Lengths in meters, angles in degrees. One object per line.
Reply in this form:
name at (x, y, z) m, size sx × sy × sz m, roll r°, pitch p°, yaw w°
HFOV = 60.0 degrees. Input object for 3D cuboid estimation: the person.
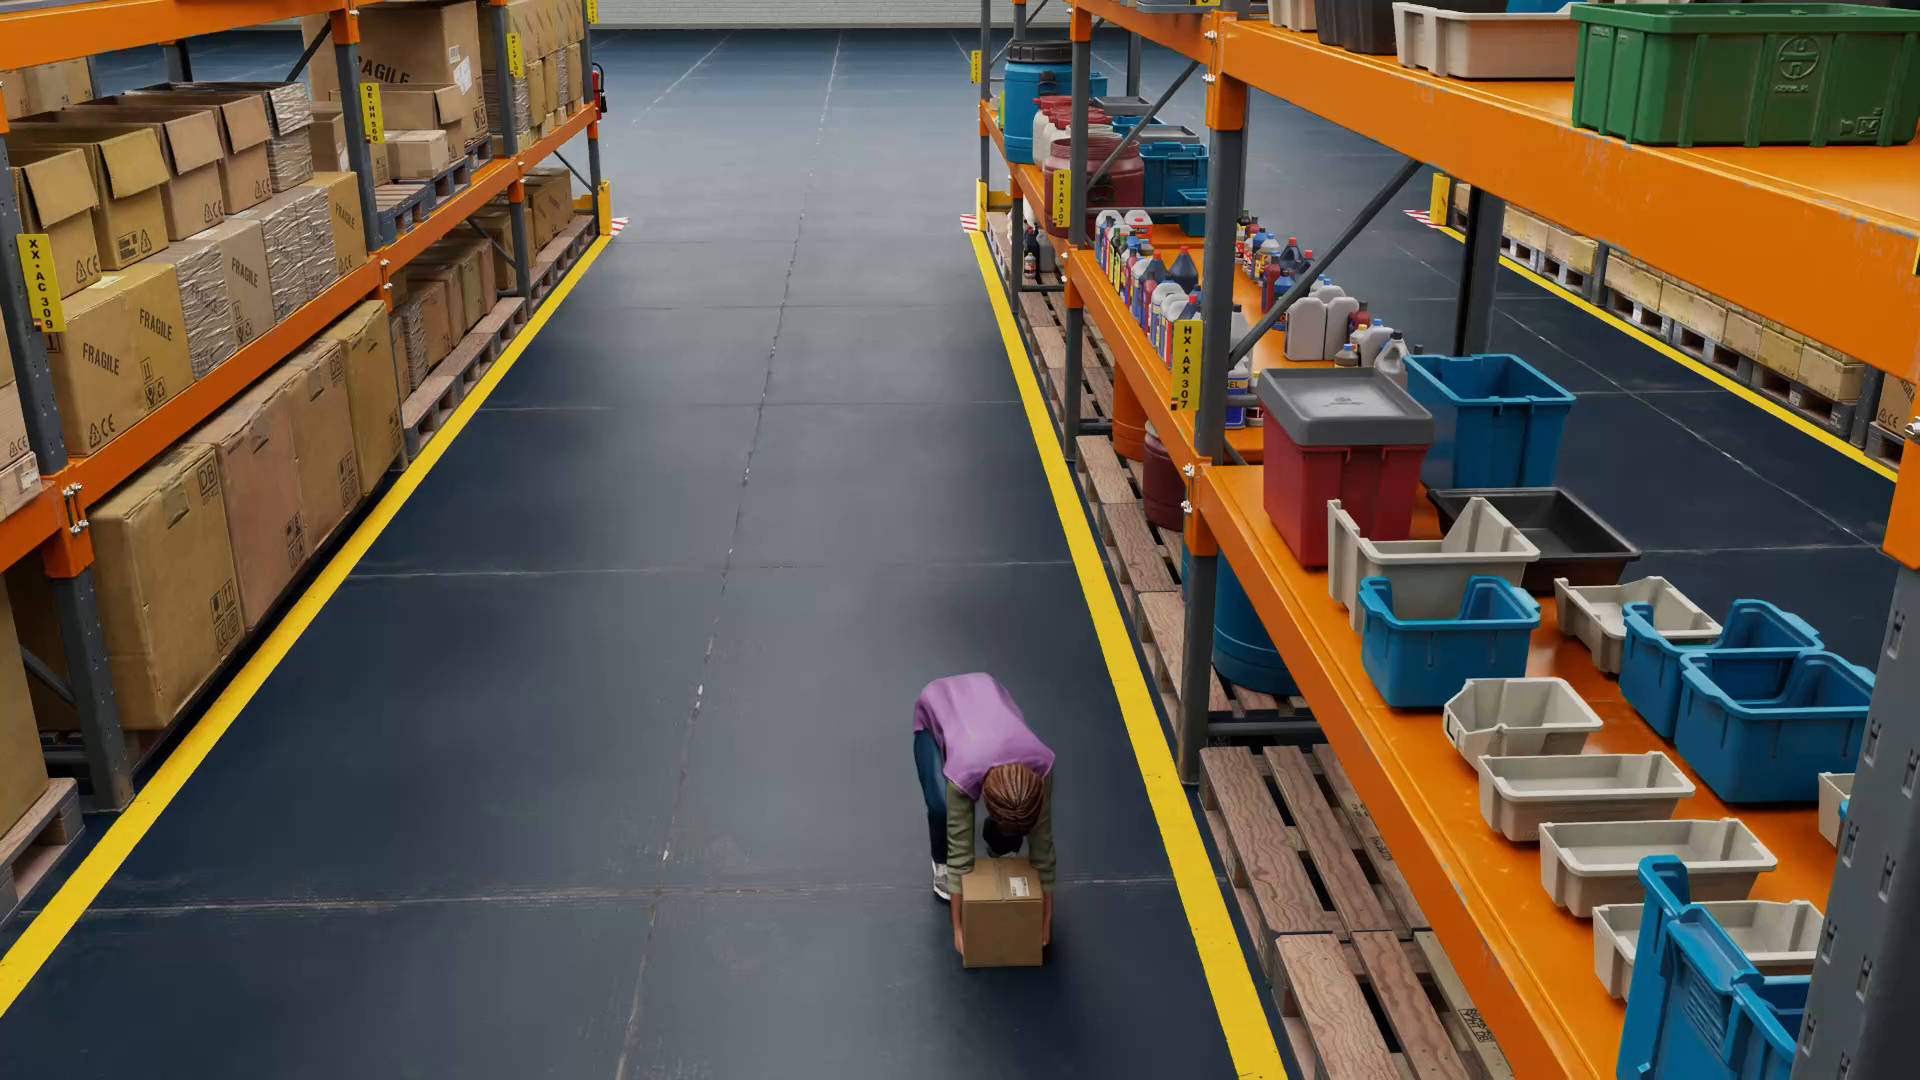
person at (0.086, 0.883, 5.512) m, size 0.422 × 0.767 × 0.873 m, roll -5°, pitch 21°, yaw -12°
